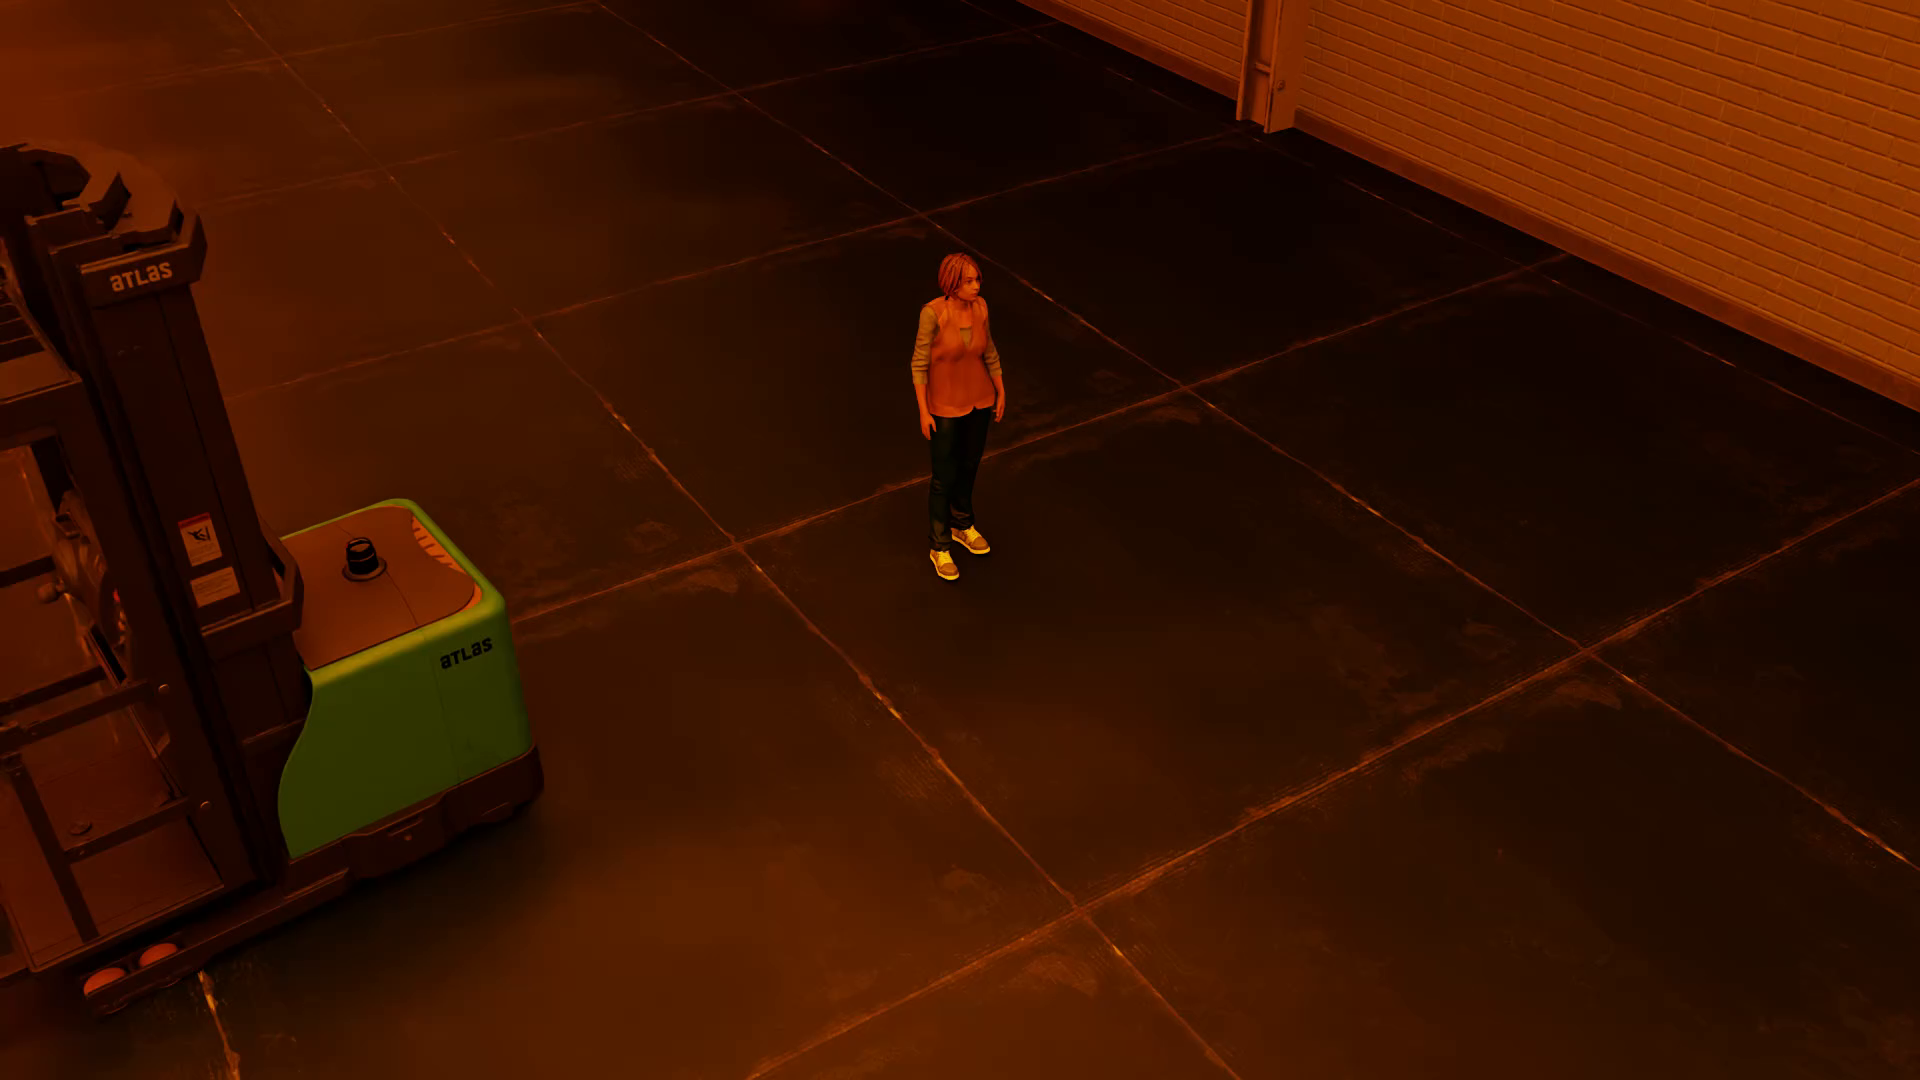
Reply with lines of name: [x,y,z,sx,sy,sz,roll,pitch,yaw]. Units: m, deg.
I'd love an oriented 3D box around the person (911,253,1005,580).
person: [0.028,-0.620,8.177,0.520,1.597,0.476,-21,40,-27]

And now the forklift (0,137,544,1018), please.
forklift: [-3.246,0.216,5.840,3.031,2.935,1.130,-24,42,-30]
